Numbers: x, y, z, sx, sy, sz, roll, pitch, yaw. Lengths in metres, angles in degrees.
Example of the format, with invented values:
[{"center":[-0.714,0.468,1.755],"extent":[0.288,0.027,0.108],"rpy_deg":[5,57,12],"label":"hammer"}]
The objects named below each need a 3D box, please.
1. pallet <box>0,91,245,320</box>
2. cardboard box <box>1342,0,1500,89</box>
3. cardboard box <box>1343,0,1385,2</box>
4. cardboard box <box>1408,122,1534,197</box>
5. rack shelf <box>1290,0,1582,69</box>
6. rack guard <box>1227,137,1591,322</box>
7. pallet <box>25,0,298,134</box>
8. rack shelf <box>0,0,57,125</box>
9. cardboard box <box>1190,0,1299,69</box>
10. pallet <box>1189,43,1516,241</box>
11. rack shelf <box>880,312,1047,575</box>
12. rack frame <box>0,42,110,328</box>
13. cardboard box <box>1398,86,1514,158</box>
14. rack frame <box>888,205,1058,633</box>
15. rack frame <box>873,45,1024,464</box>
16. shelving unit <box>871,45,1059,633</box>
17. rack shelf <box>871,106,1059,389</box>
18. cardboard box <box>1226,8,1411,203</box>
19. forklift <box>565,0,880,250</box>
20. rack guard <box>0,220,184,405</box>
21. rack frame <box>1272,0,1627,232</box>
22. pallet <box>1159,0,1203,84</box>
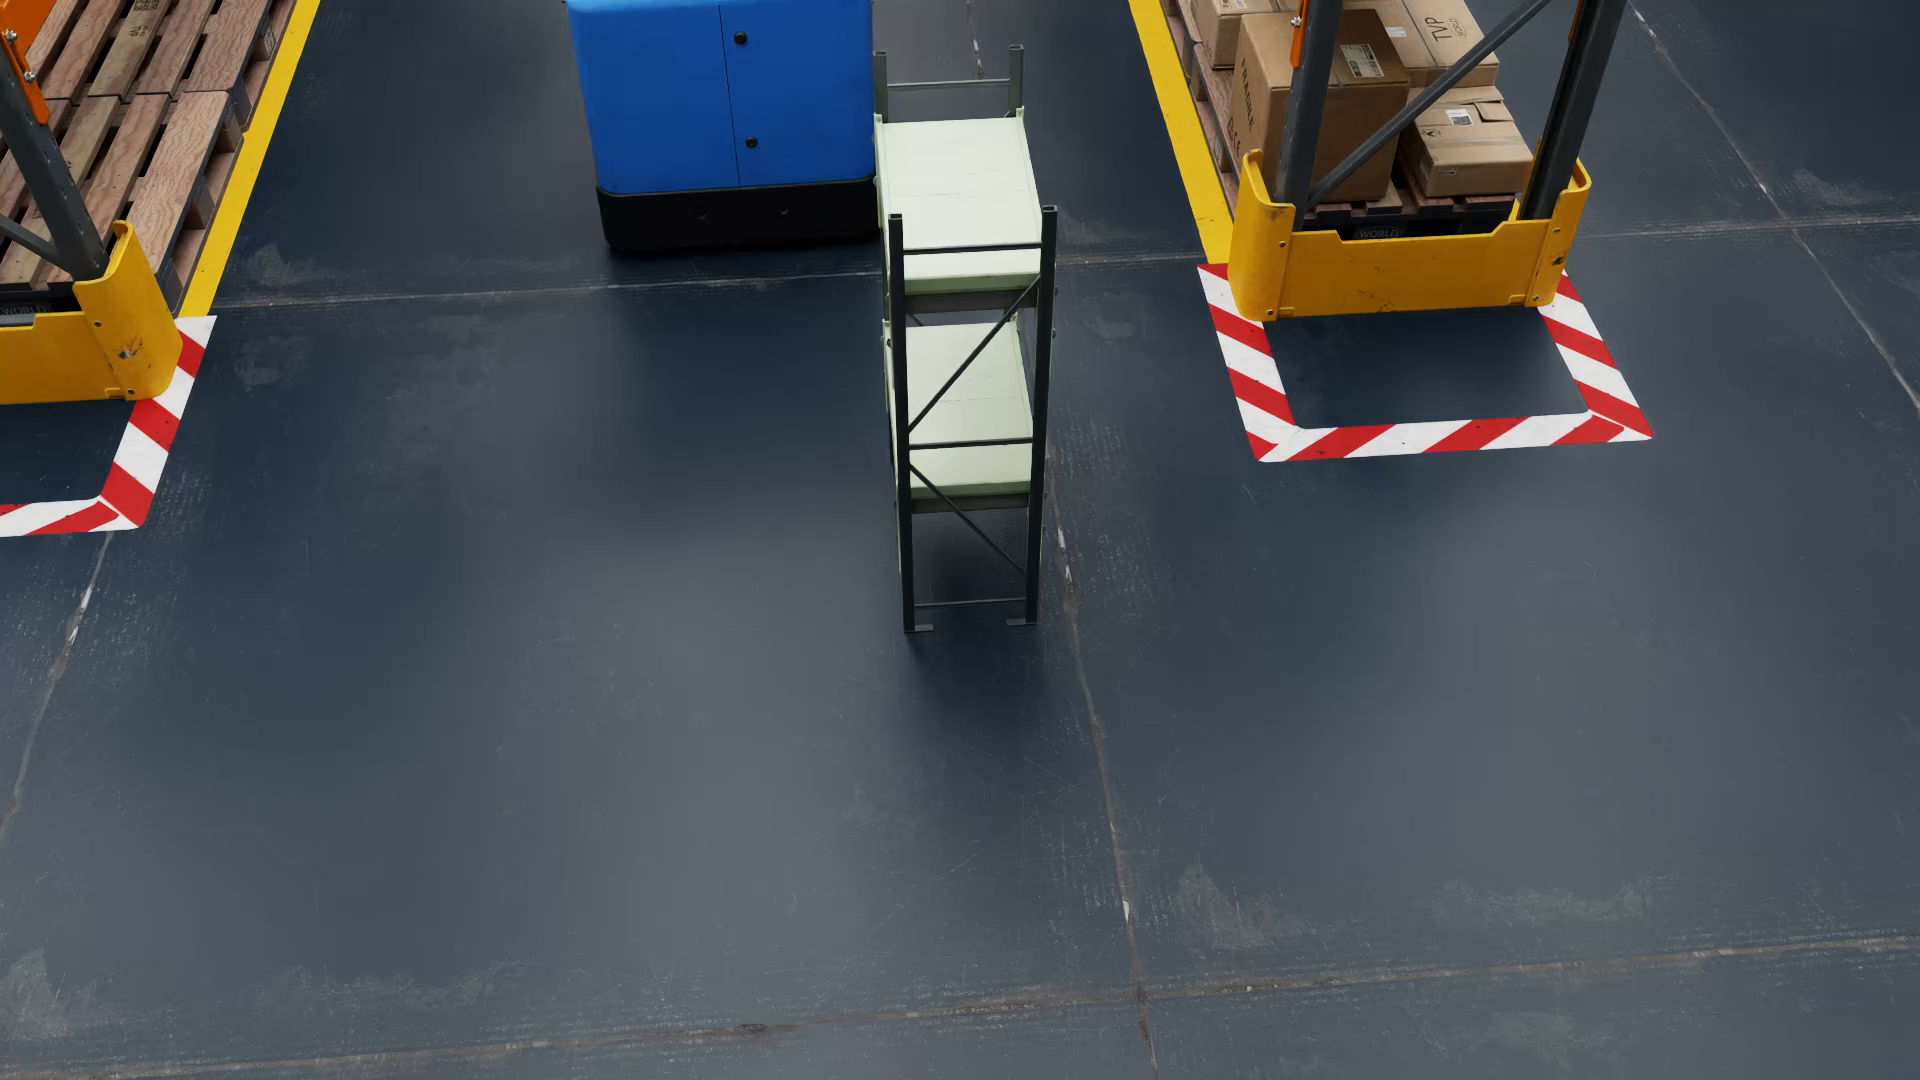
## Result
[{"center":[-3.376,-1.262,6.300],"extent":[1.003,0.211,1.213],"rpy_deg":[-3,47,-3],"label":"pallet"},{"center":[1.786,-1.898,6.573],"extent":[0.500,0.250,0.500],"rpy_deg":[-3,47,-3],"label":"cardboard box"},{"center":[1.744,-2.260,6.915],"extent":[0.500,0.250,0.500],"rpy_deg":[-3,47,-3],"label":"cardboard box"},{"center":[1.898,-1.415,6.185],"extent":[0.380,0.149,0.250],"rpy_deg":[-3,47,-3],"label":"cardboard box"},{"center":[1.424,-3.120,6.634],"extent":[1.077,0.370,4.000],"rpy_deg":[-3,47,-3],"label":"rack shelf"},{"center":[1.585,-1.115,5.962],"extent":[1.175,0.500,0.348],"rpy_deg":[-3,47,-3],"label":"rack guard"},{"center":[-3.475,-2.142,7.134],"extent":[1.003,0.211,1.213],"rpy_deg":[-3,47,-3],"label":"pallet"},{"center":[-3.513,-2.821,6.352],"extent":[1.077,0.370,4.000],"rpy_deg":[-3,47,-3],"label":"rack shelf"},{"center":[1.250,-2.193,6.852],"extent":[0.500,0.250,0.500],"rpy_deg":[-3,47,-3],"label":"cardboard box"},{"center":[1.517,-1.593,6.613],"extent":[1.003,0.211,1.213],"rpy_deg":[-3,47,-3],"label":"pallet"},{"center":[-0.001,-0.296,4.947],"extent":[0.431,0.370,0.720],"rpy_deg":[-3,47,-3],"label":"rack shelf"},{"center":[-3.345,-1.622,4.720],"extent":[1.000,3.000,0.127],"rpy_deg":[-3,47,-3],"label":"rack frame"},{"center":[1.877,-1.602,6.349],"extent":[0.380,0.166,0.250],"rpy_deg":[-3,47,-3],"label":"cardboard box"},{"center":[0.030,-0.256,4.459],"extent":[0.400,1.500,0.023],"rpy_deg":[-3,47,-3],"label":"rack frame"},{"center":[-0.031,-0.785,4.961],"extent":[0.400,1.500,0.023],"rpy_deg":[-3,47,-3],"label":"rack frame"},{"center":[-0.001,-0.521,4.710],"extent":[0.431,1.500,0.755],"rpy_deg":[-3,47,-3],"label":"shelving unit"},{"center":[-0.001,-0.789,4.427],"extent":[0.431,0.370,0.720],"rpy_deg":[-3,47,-3],"label":"rack shelf"},{"center":[1.300,-1.590,6.109],"extent":[0.500,0.500,0.500],"rpy_deg":[-3,47,-3],"label":"cardboard box"},{"center":[-0.962,-3.159,6.223],"extent":[1.130,2.935,3.031],"rpy_deg":[-5,47,-4],"label":"forklift"},{"center":[-3.330,-0.746,5.612],"extent":[1.175,0.500,0.348],"rpy_deg":[-3,47,-3],"label":"rack guard"},{"center":[1.591,-1.920,5.002],"extent":[1.000,3.000,0.127],"rpy_deg":[-3,47,-3],"label":"rack frame"},{"center":[1.418,-2.473,7.447],"extent":[1.003,0.211,1.213],"rpy_deg":[-3,47,-3],"label":"pallet"}]
